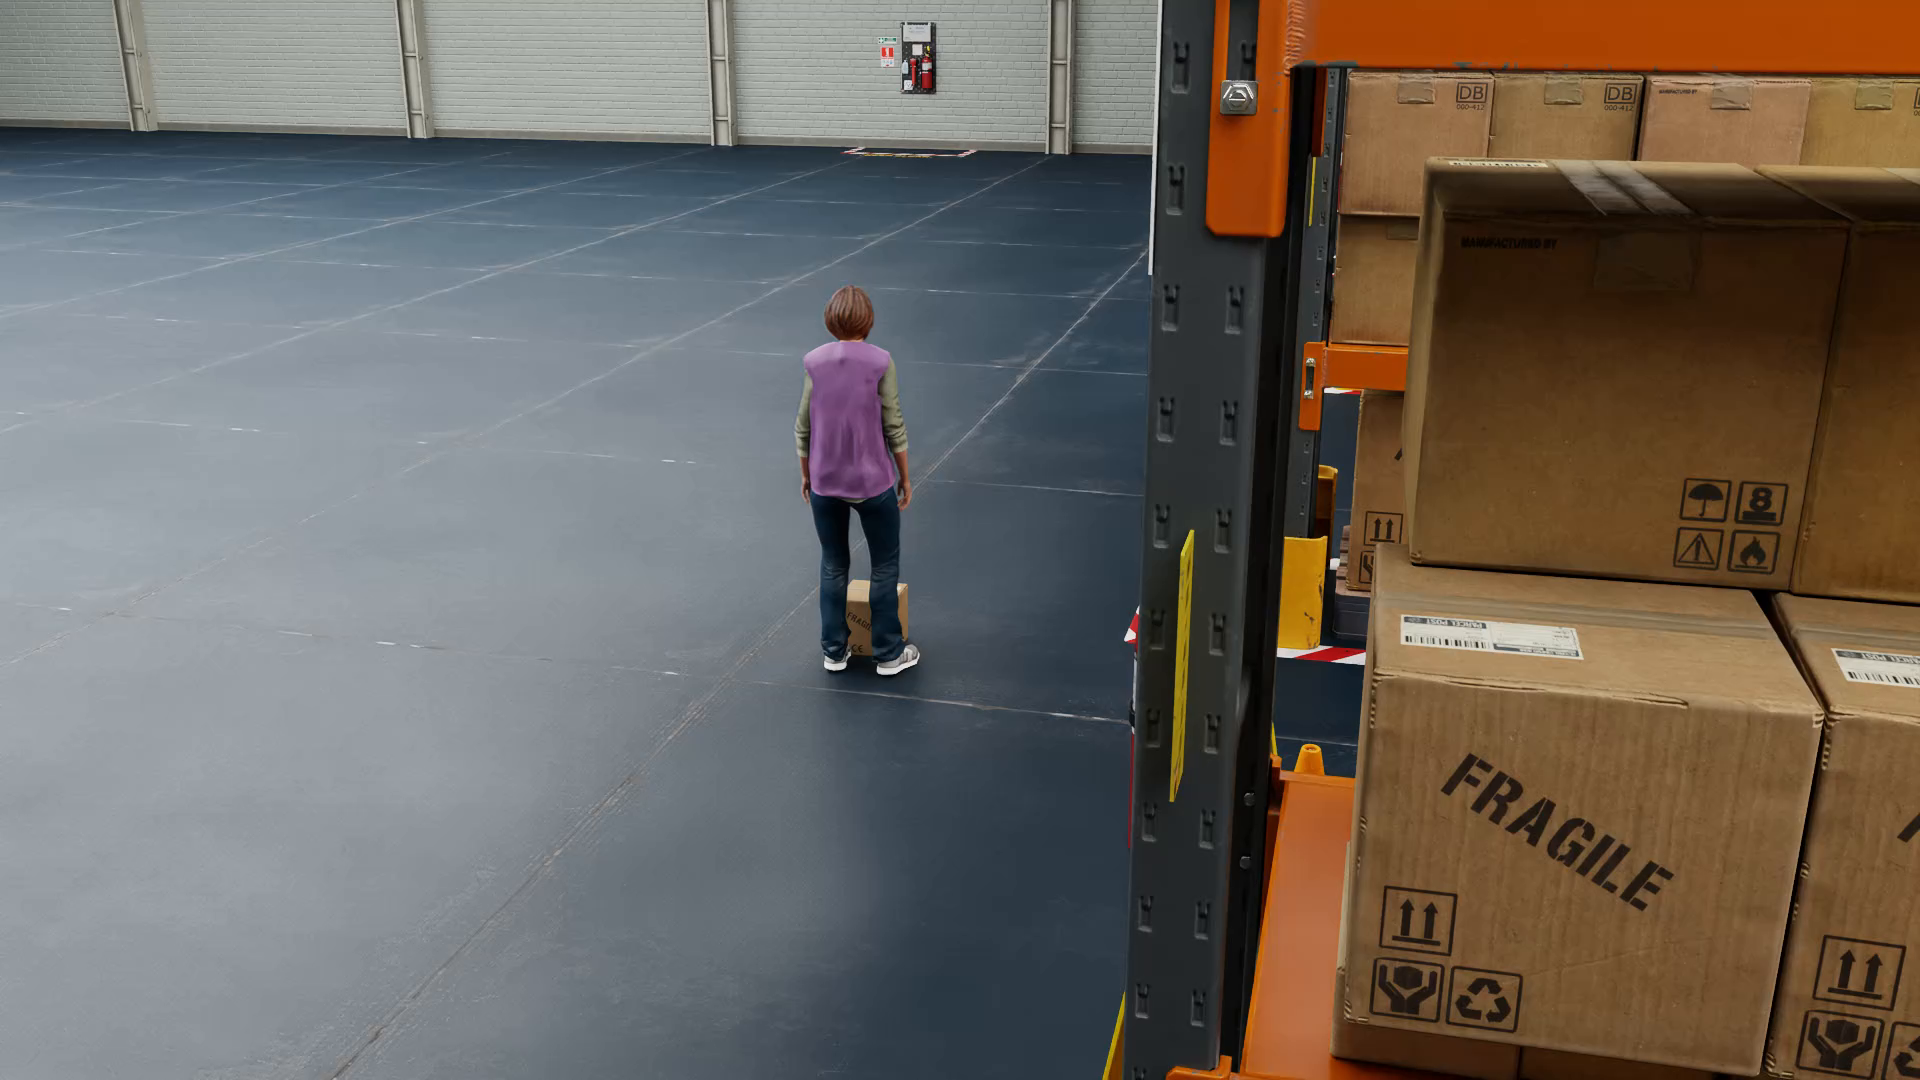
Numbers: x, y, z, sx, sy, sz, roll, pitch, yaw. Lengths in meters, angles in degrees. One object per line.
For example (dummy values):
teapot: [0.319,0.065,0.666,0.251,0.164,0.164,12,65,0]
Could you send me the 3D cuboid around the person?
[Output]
person: [-0.438,-0.151,6.740,0.464,1.328,0.292,4,19,12]
